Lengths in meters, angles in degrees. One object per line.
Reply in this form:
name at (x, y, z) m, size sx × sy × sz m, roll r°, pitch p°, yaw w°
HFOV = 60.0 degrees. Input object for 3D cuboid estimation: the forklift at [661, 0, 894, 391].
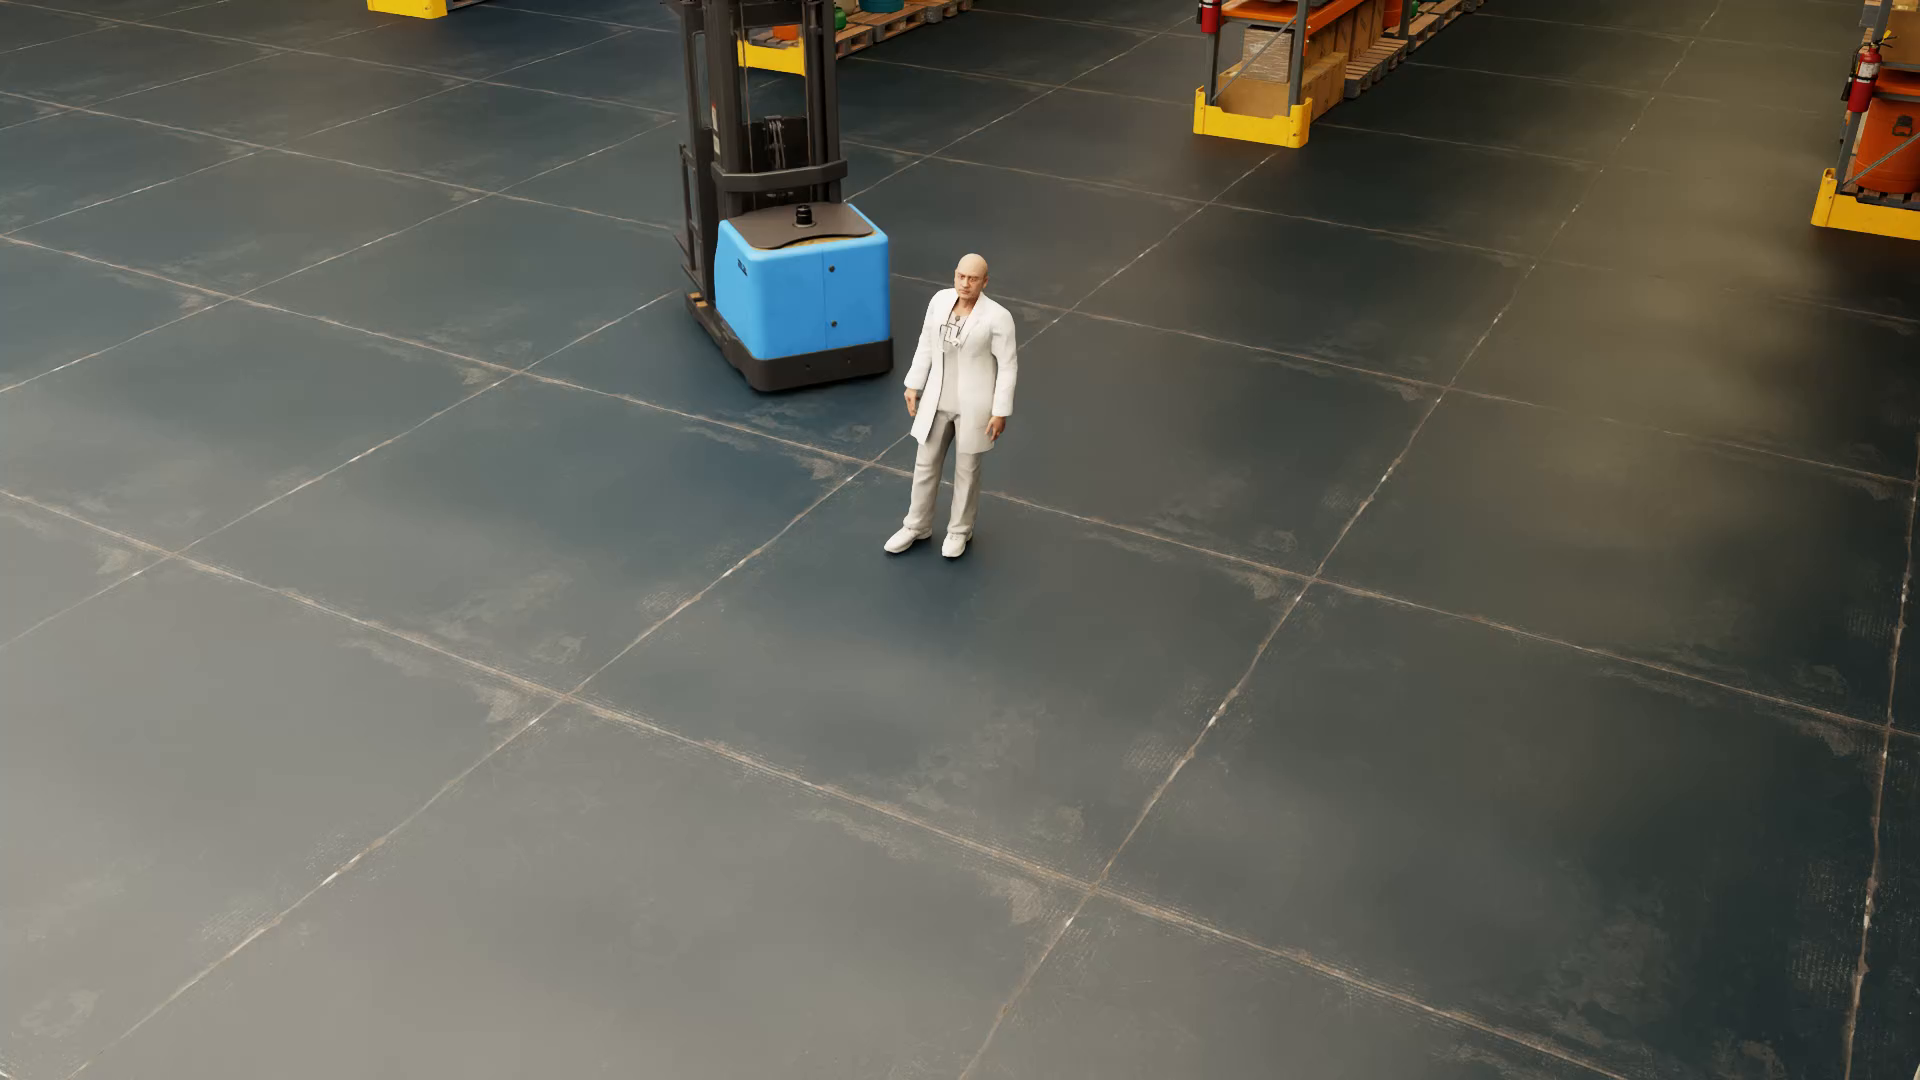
forklift at (-1.516, -3.032, 12.324) m, size 1.130 × 2.935 × 3.031 m, roll -12°, pitch 32°, yaw -20°

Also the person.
person at (-0.048, -0.737, 9.487) m, size 0.696 × 1.777 × 0.578 m, roll 15°, pitch 33°, yaw 25°
